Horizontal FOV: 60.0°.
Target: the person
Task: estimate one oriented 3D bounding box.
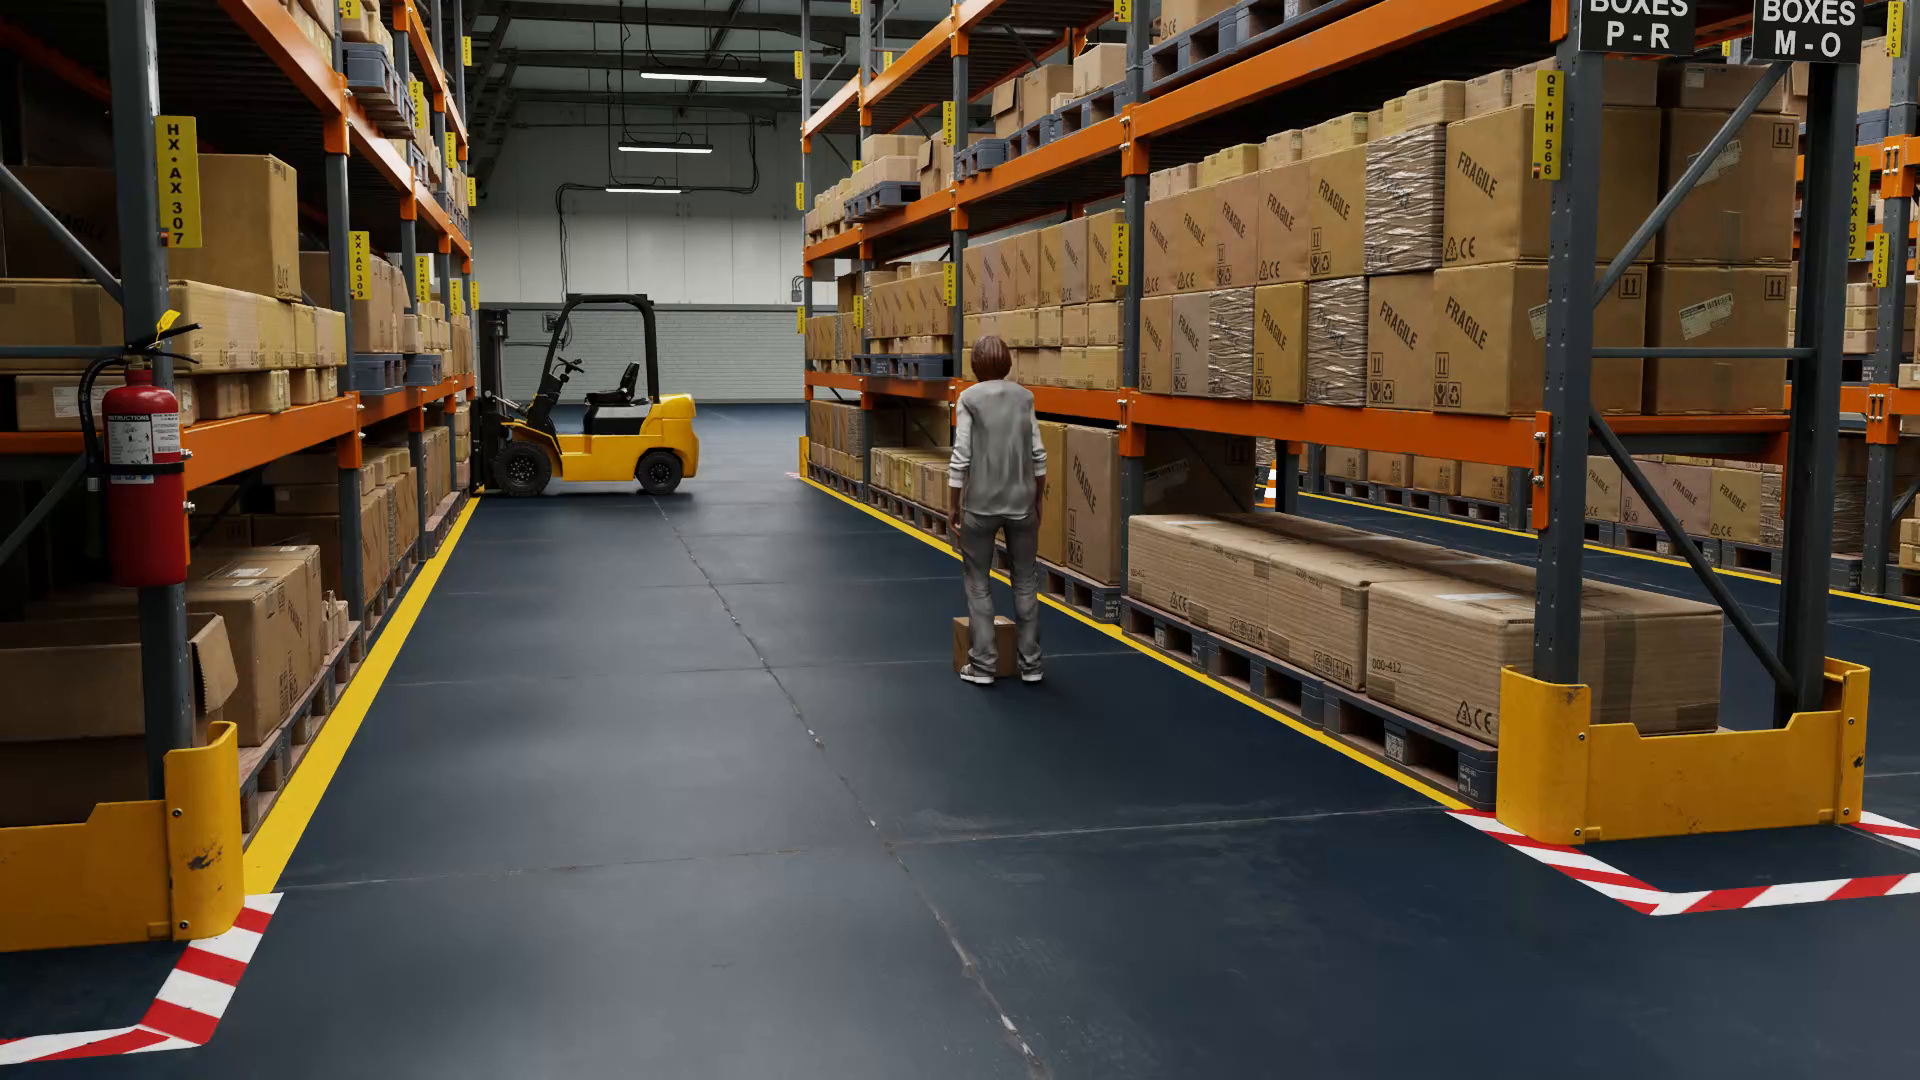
[{"bbox_3d":[0.176,-0.078,7.601,0.483,1.479,0.347,-2,7,-16],"label":"person"}]
